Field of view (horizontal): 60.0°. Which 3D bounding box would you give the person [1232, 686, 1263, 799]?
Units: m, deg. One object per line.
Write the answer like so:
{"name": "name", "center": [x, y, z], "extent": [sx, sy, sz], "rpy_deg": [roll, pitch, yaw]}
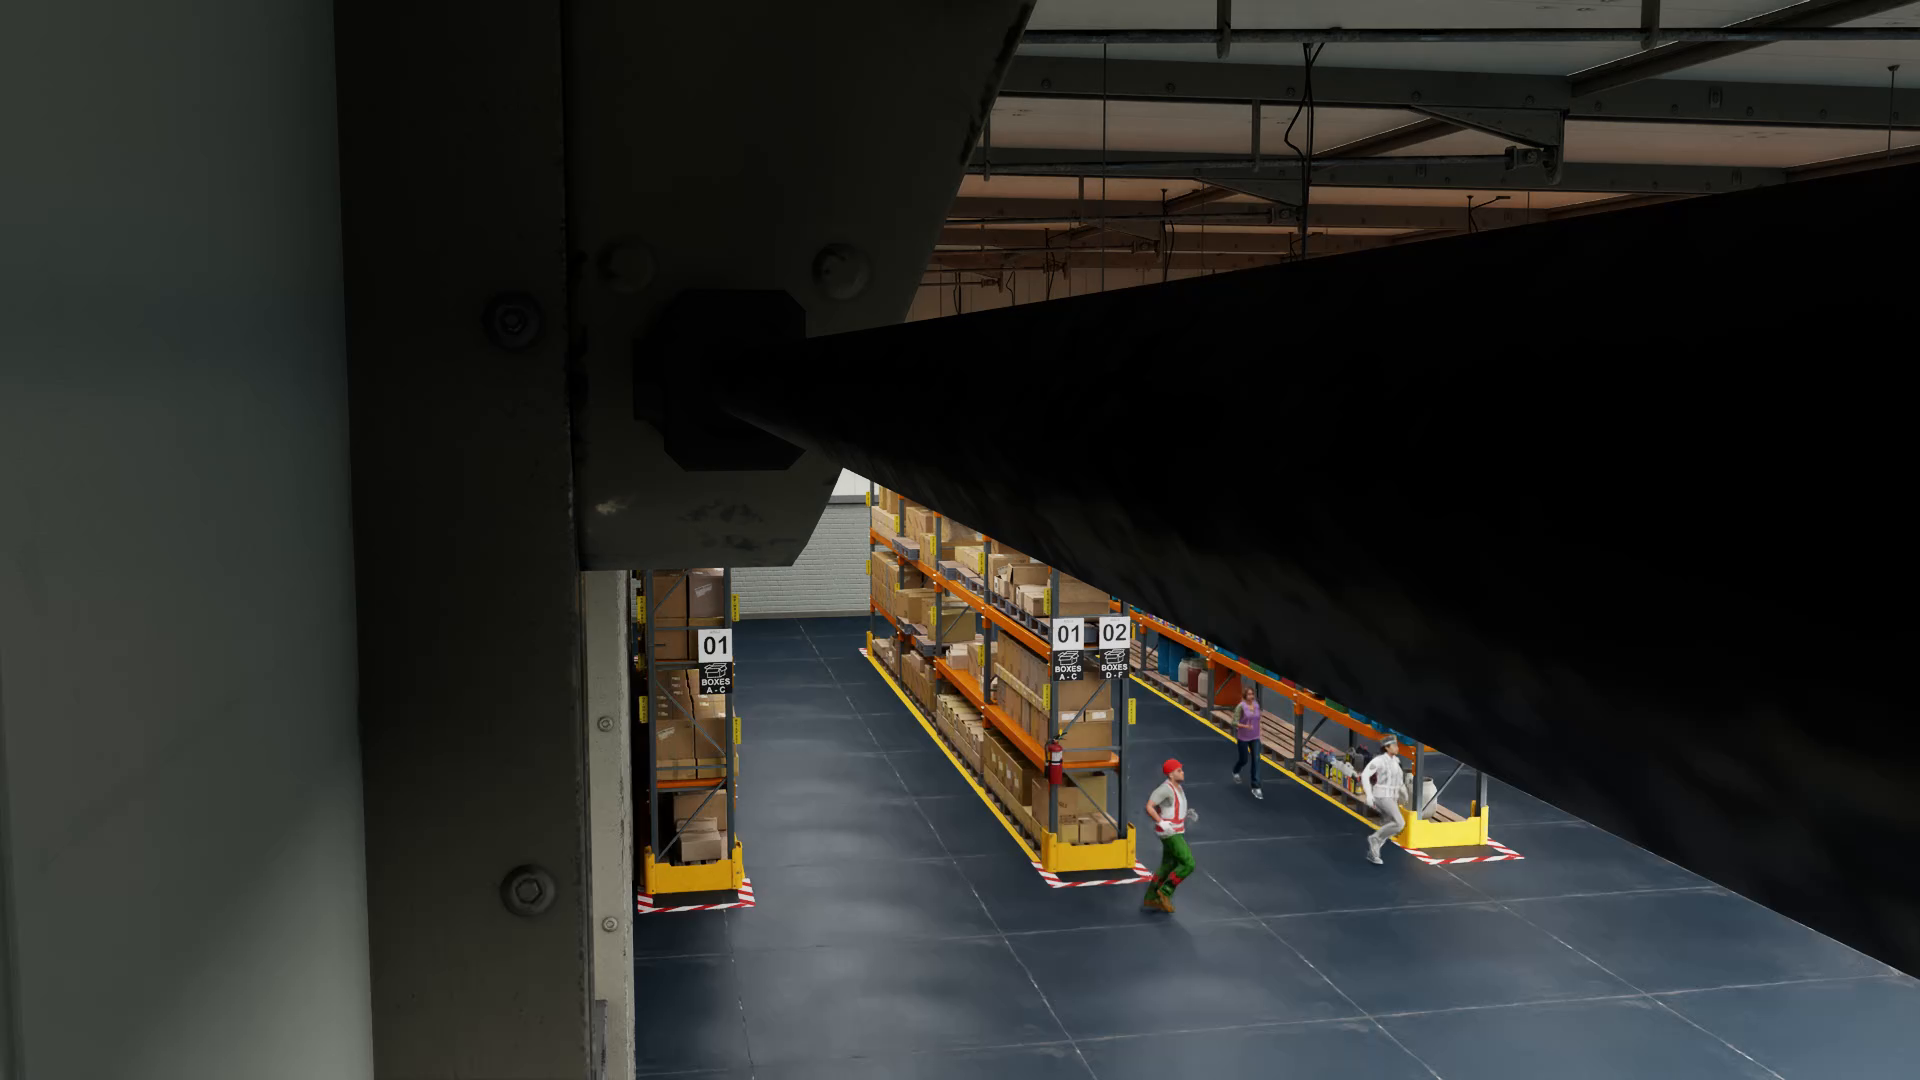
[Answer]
{"name": "person", "center": [4.264, 2.952, 24.633], "extent": [0.540, 1.597, 0.879], "rpy_deg": [-1, 6, -14]}

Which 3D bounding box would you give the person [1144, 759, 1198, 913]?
{"name": "person", "center": [2.474, 3.426, 19.377], "extent": [0.603, 1.763, 0.689], "rpy_deg": [2, 6, 20]}

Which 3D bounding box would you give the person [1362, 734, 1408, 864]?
{"name": "person", "center": [5.505, 3.301, 21.251], "extent": [0.626, 1.623, 0.548], "rpy_deg": [-6, 8, -43]}
